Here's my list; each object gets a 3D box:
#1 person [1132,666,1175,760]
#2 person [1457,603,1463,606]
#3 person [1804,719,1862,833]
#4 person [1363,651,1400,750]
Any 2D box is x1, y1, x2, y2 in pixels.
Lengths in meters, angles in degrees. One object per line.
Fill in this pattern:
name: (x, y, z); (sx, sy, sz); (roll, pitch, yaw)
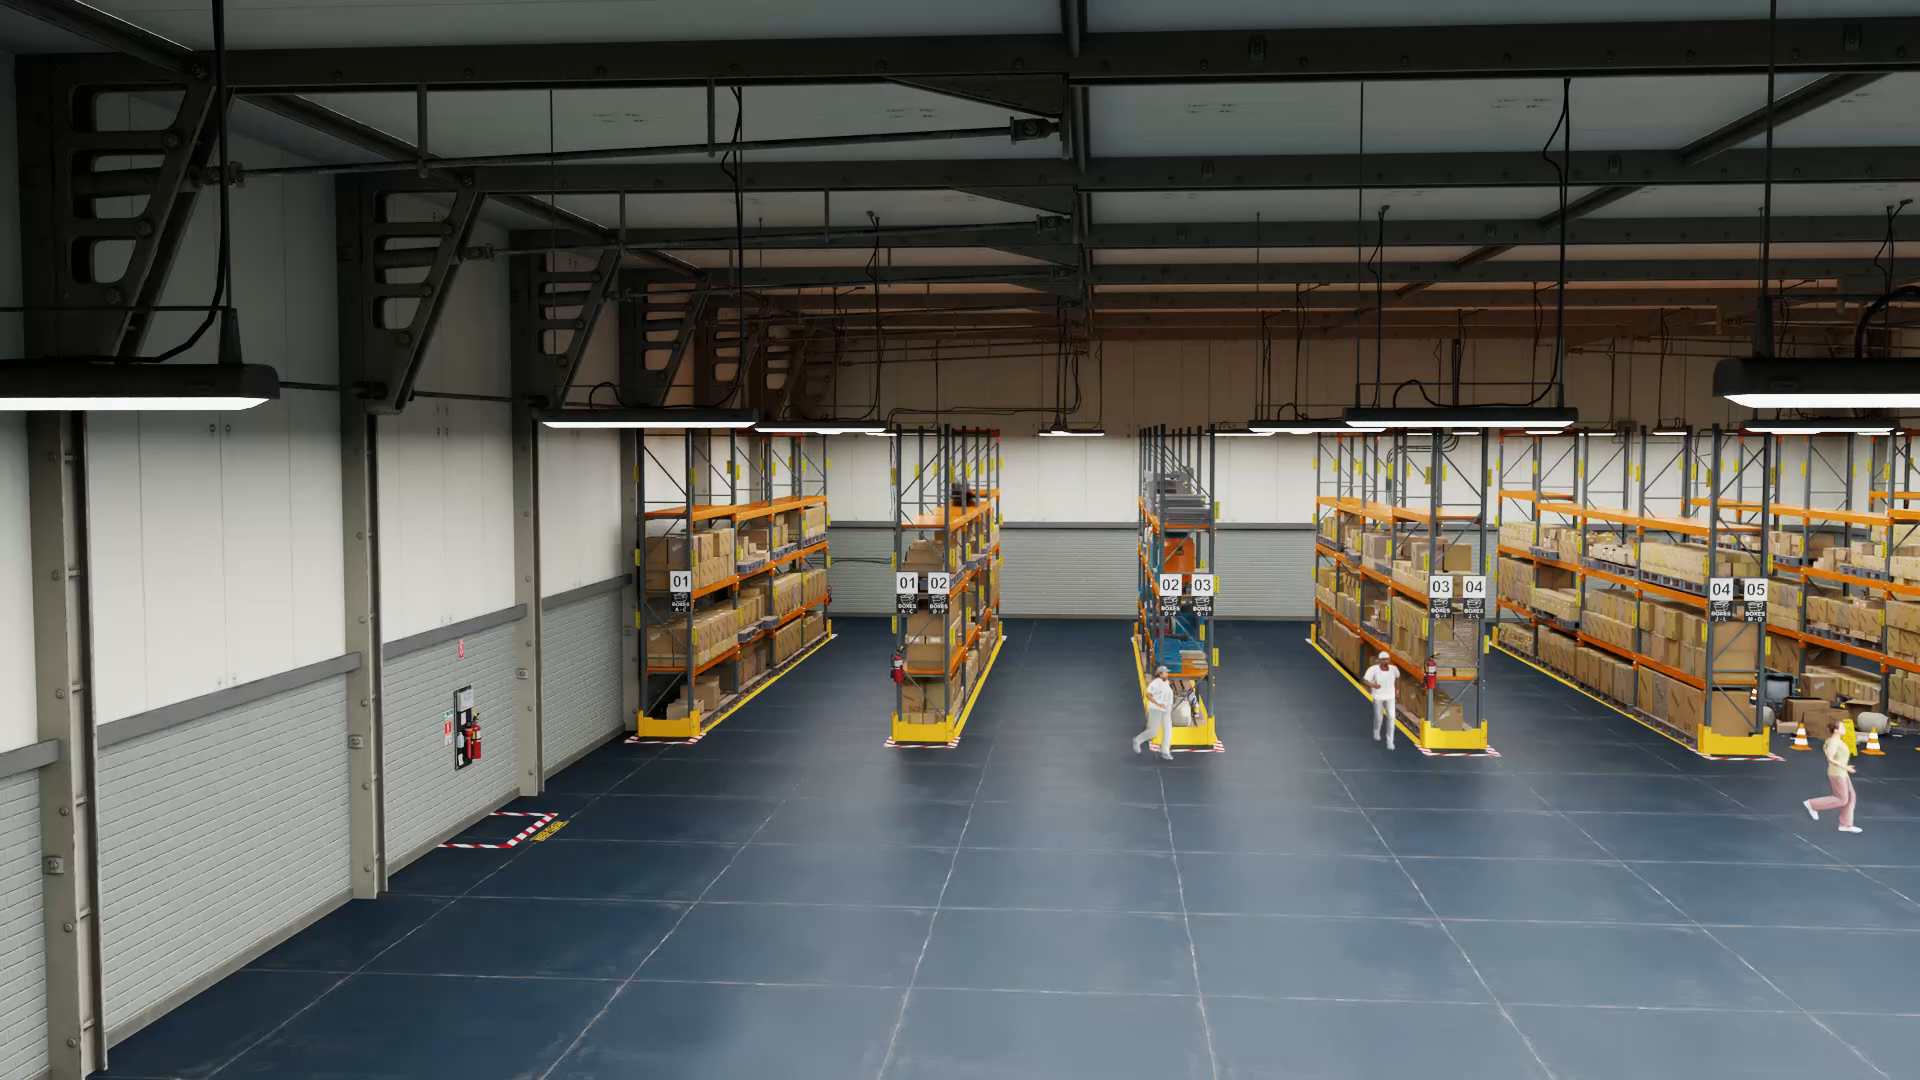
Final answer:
person: (3.604, 3.086, 29.913); (0.665, 1.626, 0.884); (-3, 5, -43)
person: (13.584, 2.190, 45.682); (0.582, 1.546, 0.510); (1, 4, 23)
person: (12.767, 3.426, 24.280); (0.764, 1.637, 0.578); (2, 4, 29)
person: (7.882, 2.960, 31.011); (0.723, 1.789, 0.939); (0, 3, 3)
